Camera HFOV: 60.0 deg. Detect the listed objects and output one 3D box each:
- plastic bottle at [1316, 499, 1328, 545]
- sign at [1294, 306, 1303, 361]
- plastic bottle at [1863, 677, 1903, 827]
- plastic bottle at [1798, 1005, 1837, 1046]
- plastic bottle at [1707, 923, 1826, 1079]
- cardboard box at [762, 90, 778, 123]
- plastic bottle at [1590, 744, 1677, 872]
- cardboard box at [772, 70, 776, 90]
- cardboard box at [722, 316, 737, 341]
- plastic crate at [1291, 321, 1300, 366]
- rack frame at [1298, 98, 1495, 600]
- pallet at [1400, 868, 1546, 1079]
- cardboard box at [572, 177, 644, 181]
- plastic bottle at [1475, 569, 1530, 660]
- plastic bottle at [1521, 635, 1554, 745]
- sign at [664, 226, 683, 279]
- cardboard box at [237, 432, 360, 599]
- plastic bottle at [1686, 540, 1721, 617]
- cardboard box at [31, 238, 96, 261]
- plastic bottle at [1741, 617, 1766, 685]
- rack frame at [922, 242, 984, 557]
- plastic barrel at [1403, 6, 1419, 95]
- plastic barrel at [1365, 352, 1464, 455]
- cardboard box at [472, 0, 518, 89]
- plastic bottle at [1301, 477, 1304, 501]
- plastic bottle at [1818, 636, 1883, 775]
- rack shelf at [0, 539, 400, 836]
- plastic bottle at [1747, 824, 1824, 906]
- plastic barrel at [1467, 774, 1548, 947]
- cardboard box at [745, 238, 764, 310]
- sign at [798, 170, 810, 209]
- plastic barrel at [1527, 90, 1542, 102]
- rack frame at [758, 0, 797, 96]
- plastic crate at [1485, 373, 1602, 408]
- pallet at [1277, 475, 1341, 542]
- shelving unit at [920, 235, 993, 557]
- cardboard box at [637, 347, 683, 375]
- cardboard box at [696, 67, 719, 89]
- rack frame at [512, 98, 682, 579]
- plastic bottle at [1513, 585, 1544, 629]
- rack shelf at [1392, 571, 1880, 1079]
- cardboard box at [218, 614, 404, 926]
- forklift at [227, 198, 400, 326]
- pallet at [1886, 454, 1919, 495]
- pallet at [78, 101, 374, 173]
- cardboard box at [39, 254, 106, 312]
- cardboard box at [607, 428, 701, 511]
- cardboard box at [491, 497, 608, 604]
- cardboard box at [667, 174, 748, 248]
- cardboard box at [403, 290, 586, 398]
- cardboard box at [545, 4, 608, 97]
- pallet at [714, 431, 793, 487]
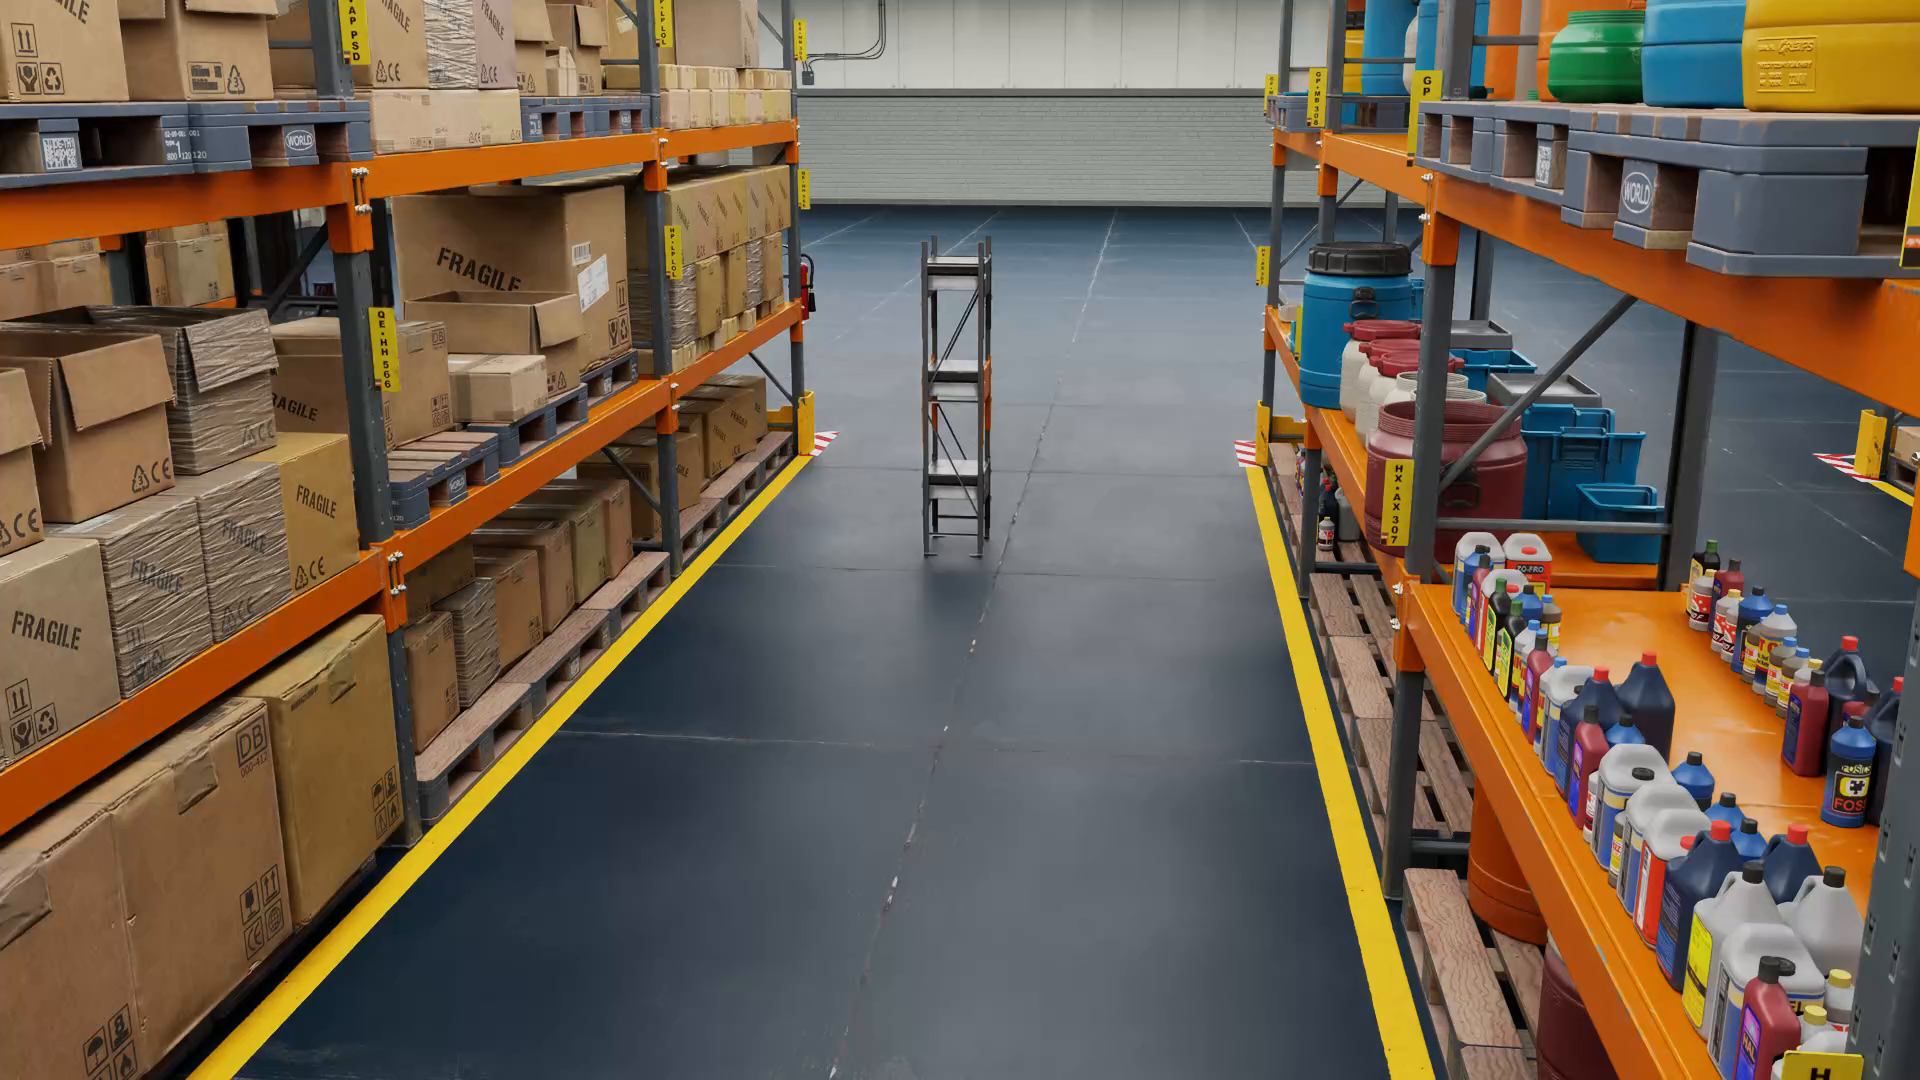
[{"bbox_3d":[2.331,-0.117,10.707,0.061,0.283,0.133,2,15,9],"label":"plastic bottle"},{"bbox_3d":[2.059,-1.234,9.947,0.100,0.325,0.005,2,15,6],"label":"sign"},{"bbox_3d":[2.307,0.517,4.099,0.144,0.351,0.185,2,15,6],"label":"plastic bottle"},{"bbox_3d":[1.487,0.914,2.914,0.097,0.201,0.097,0,15,0],"label":"plastic bottle"},{"bbox_3d":[1.467,0.847,3.019,0.152,0.276,0.135,2,15,6],"label":"plastic bottle"},{"bbox_3d":[-1.721,-3.378,12.948,0.500,0.250,0.500,2,15,7],"label":"cardboard box"},{"bbox_3d":[1.565,0.621,3.855,0.152,0.276,0.135,2,15,6],"label":"plastic bottle"},{"bbox_3d":[-1.654,-3.613,13.054,0.380,0.149,0.250,1,15,4],"label":"cardboard box"},{"bbox_3d":[-1.837,-1.542,12.099,0.380,0.149,0.250,2,15,6],"label":"cardboard box"},{"bbox_3d":[2.460,-1.304,11.023,0.499,0.251,0.616,2,15,6],"label":"plastic crate"},{"bbox_3d":[2.605,-1.081,9.913,1.000,3.000,0.127,2,15,6],"label":"rack frame"},{"bbox_3d":[2.106,1.508,5.680,1.003,0.211,1.213,2,15,6],"label":"pallet"},{"bbox_3d":[-2.427,-2.286,11.691,0.500,0.500,0.500,2,15,6],"label":"cardboard box"},{"bbox_3d":[1.731,0.239,5.269,0.152,0.276,0.135,2,15,6],"label":"plastic bottle"},{"bbox_3d":[1.608,0.414,4.608,0.061,0.283,0.133,2,15,6],"label":"plastic bottle"},{"bbox_3d":[-1.765,-1.770,10.244,0.100,0.325,0.005,2,15,6],"label":"sign"},{"bbox_3d":[-2.577,-0.102,6.102,0.500,0.500,0.500,2,15,8],"label":"cardboard box"},{"bbox_3d":[2.532,0.130,5.657,0.061,0.283,0.133,2,15,6],"label":"plastic bottle"},{"bbox_3d":[-7.014,-2.370,12.322,0.875,0.550,0.550,2,15,6],"label":"cardboard box"},{"bbox_3d":[2.441,0.335,5.058,0.097,0.201,0.097,0,15,0],"label":"plastic bottle"},{"bbox_3d":[-0.046,-0.907,10.995,0.400,2.100,0.015,2,15,6],"label":"rack frame"},{"bbox_3d":[2.848,-2.892,9.844,0.421,0.512,0.421,0,15,0],"label":"plastic barrel"},{"bbox_3d":[2.147,-0.602,7.883,0.433,0.535,0.433,0,15,0],"label":"plastic barrel"},{"bbox_3d":[-2.349,-2.303,7.538,0.500,0.500,0.500,1,15,5],"label":"cardboard box"},{"bbox_3d":[2.481,-0.378,11.833,0.097,0.201,0.097,0,15,0],"label":"plastic bottle"},{"bbox_3d":[2.343,0.434,4.404,0.144,0.351,0.185,2,15,6],"label":"plastic bottle"},{"bbox_3d":[-2.994,0.677,4.791,1.077,0.370,4.000,2,15,6],"label":"rack shelf"},{"bbox_3d":[1.645,0.726,3.325,0.144,0.351,0.185,2,15,6],"label":"plastic bottle"},{"bbox_3d":[2.115,0.929,5.834,0.600,0.830,0.708,2,15,6],"label":"plastic barrel"},{"bbox_3d":[-1.991,-2.053,12.745,0.875,0.500,0.500,2,15,6],"label":"cardboard box"},{"bbox_3d":[-1.316,-2.954,14.017,0.100,0.325,0.005,2,15,6],"label":"sign"},{"bbox_3d":[2.130,-1.482,5.947,0.294,0.245,0.294,0,15,0],"label":"plastic barrel"},{"bbox_3d":[-1.865,-5.160,13.506,1.000,3.000,0.127,2,15,6],"label":"rack frame"},{"bbox_3d":[2.640,-0.484,7.585,0.402,0.464,0.583,2,15,6],"label":"plastic crate"},{"bbox_3d":[2.857,-0.225,12.090,1.003,0.211,1.213,2,15,6],"label":"pallet"},{"bbox_3d":[-0.019,-0.971,11.229,0.431,2.100,0.503,2,15,6],"label":"shelving unit"},{"bbox_3d":[-1.994,-1.152,10.659,0.380,0.149,0.250,2,15,6],"label":"cardboard box"},{"bbox_3d":[-1.858,-3.142,11.313,0.380,0.149,0.250,1,15,5],"label":"cardboard box"},{"bbox_3d":[-2.317,-1.227,10.452,1.000,3.000,0.127,2,15,6],"label":"rack frame"},{"bbox_3d":[1.751,0.272,5.155,0.097,0.271,0.097,0,15,0],"label":"plastic bottle"},{"bbox_3d":[1.928,0.823,4.252,1.077,0.370,4.000,2,15,6],"label":"rack shelf"},{"bbox_3d":[-2.867,0.812,6.179,1.225,0.875,0.875,1,15,4],"label":"cardboard box"},{"bbox_3d":[-4.704,-1.526,11.690,1.130,2.935,3.031,3,15,10],"label":"forklift"},{"bbox_3d":[7.933,-0.426,12.832,1.003,0.211,1.213,2,15,6],"label":"pallet"},{"bbox_3d":[-2.788,-1.378,5.626,1.213,0.211,1.003,2,15,9],"label":"pallet"},{"bbox_3d":[-6.986,-1.847,12.460,0.875,0.550,0.550,2,15,6],"label":"cardboard box"},{"bbox_3d":[-2.175,-0.474,11.653,0.500,0.500,0.500,7,17,24],"label":"cardboard box"},{"bbox_3d":[-2.480,0.049,9.679,0.700,0.500,0.500,2,15,6],"label":"cardboard box"},{"bbox_3d":[-1.856,-2.400,12.114,0.500,0.500,0.500,2,15,6],"label":"cardboard box"},{"bbox_3d":[-2.420,-1.027,8.711,0.797,0.503,0.637,3,15,12],"label":"cardboard box"},{"bbox_3d":[-2.468,-2.808,9.553,0.797,0.503,0.637,1,15,3],"label":"cardboard box"},{"bbox_3d":[-2.001,-0.689,13.805,1.003,0.211,1.213,2,15,6],"label":"pallet"}]
